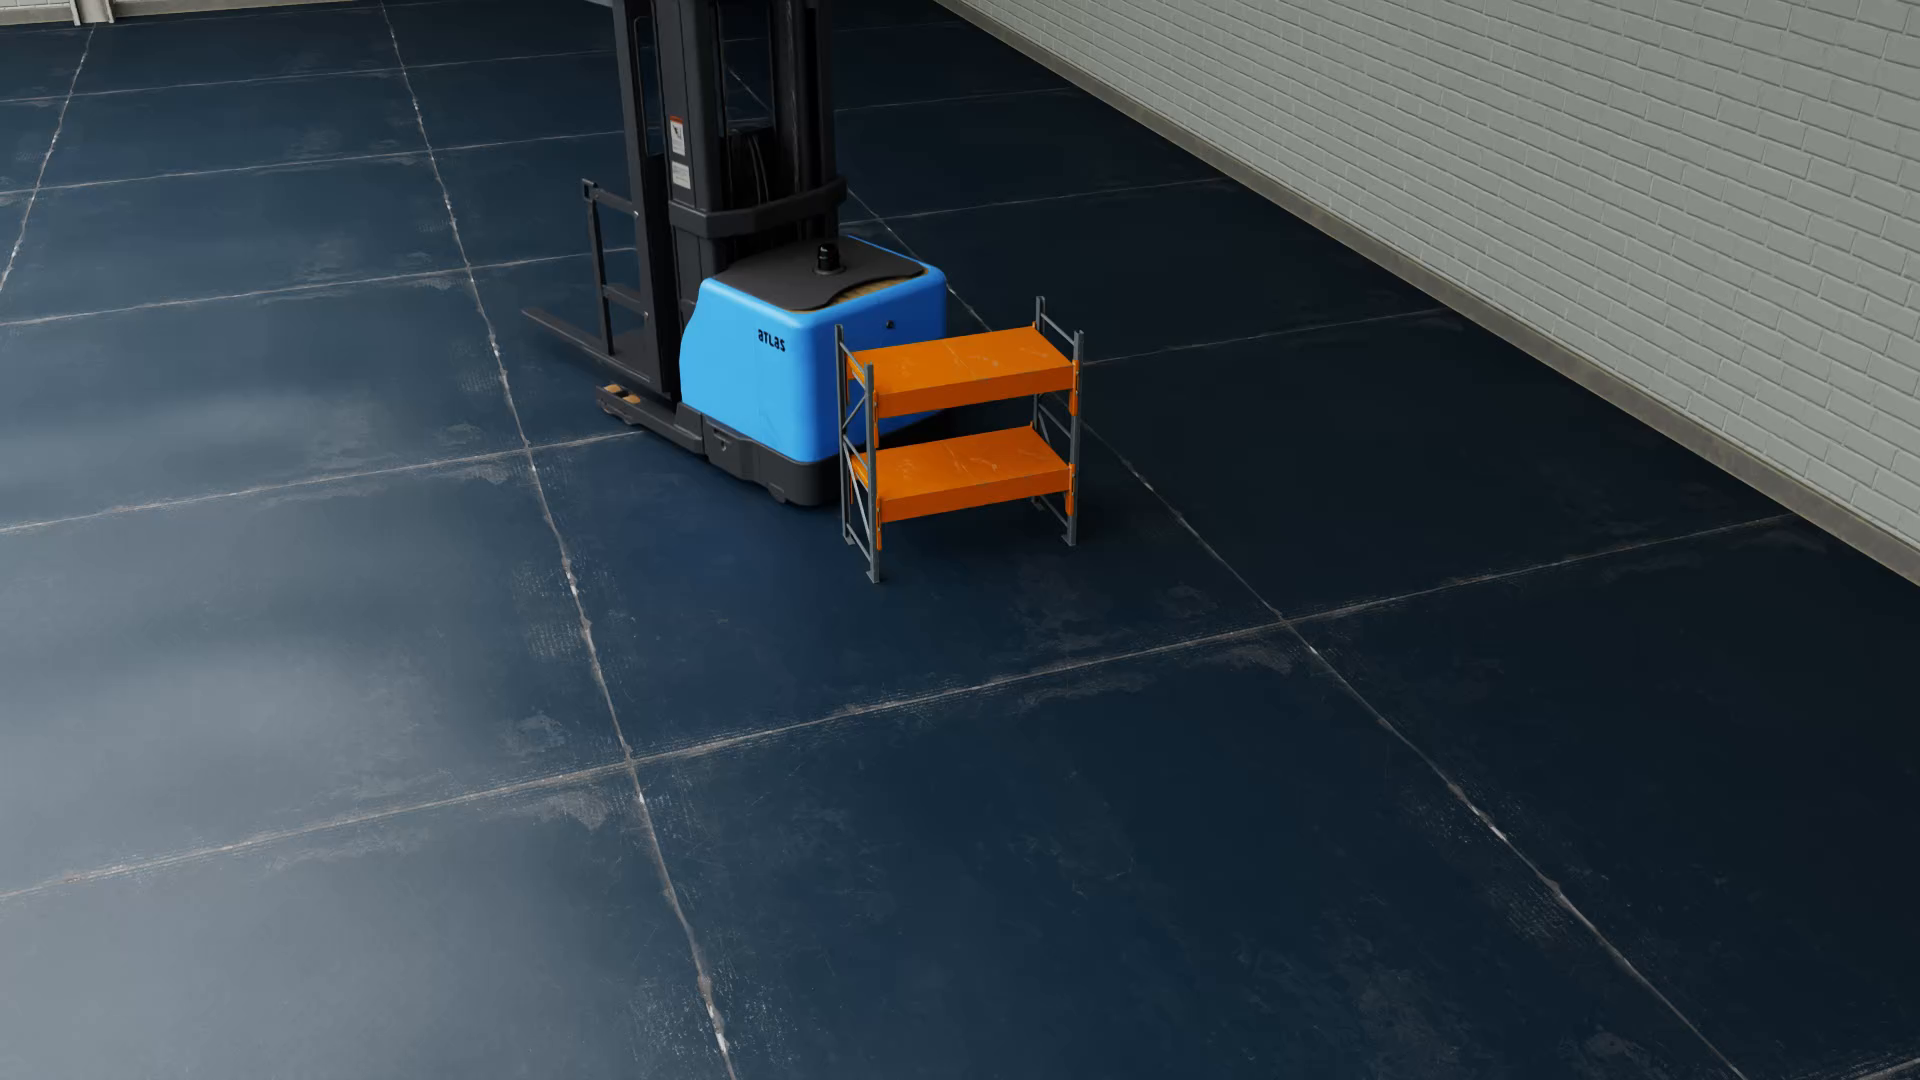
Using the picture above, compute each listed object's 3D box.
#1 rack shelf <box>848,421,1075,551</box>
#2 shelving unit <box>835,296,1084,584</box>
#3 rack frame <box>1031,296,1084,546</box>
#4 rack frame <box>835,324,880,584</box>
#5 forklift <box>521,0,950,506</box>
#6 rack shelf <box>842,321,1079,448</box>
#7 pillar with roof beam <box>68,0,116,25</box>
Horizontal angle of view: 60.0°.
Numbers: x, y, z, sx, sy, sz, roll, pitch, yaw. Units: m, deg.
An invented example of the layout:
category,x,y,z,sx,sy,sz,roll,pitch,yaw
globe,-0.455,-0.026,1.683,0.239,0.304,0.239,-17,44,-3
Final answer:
category,x,y,z,sx,sy,sz,roll,pitch,yaw
rack shelf,-0.006,-0.275,8.091,1.000,0.278,0.538,-10,31,-18
shelving unit,-0.006,-0.488,7.969,1.048,1.125,0.538,-10,31,-18
rack frame,0.470,-0.575,8.124,0.032,1.125,0.500,-10,31,-18
rack frame,-0.483,-0.400,7.815,0.032,1.125,0.500,-10,31,-18
forklift,-1.435,-2.081,8.942,1.130,2.935,3.031,-25,38,-37
rack shelf,-0.006,-0.742,7.825,1.000,0.278,0.538,-10,31,-18
pillar with roof beam,-7.981,-7.609,12.514,0.400,9.000,9.100,-10,31,-18
